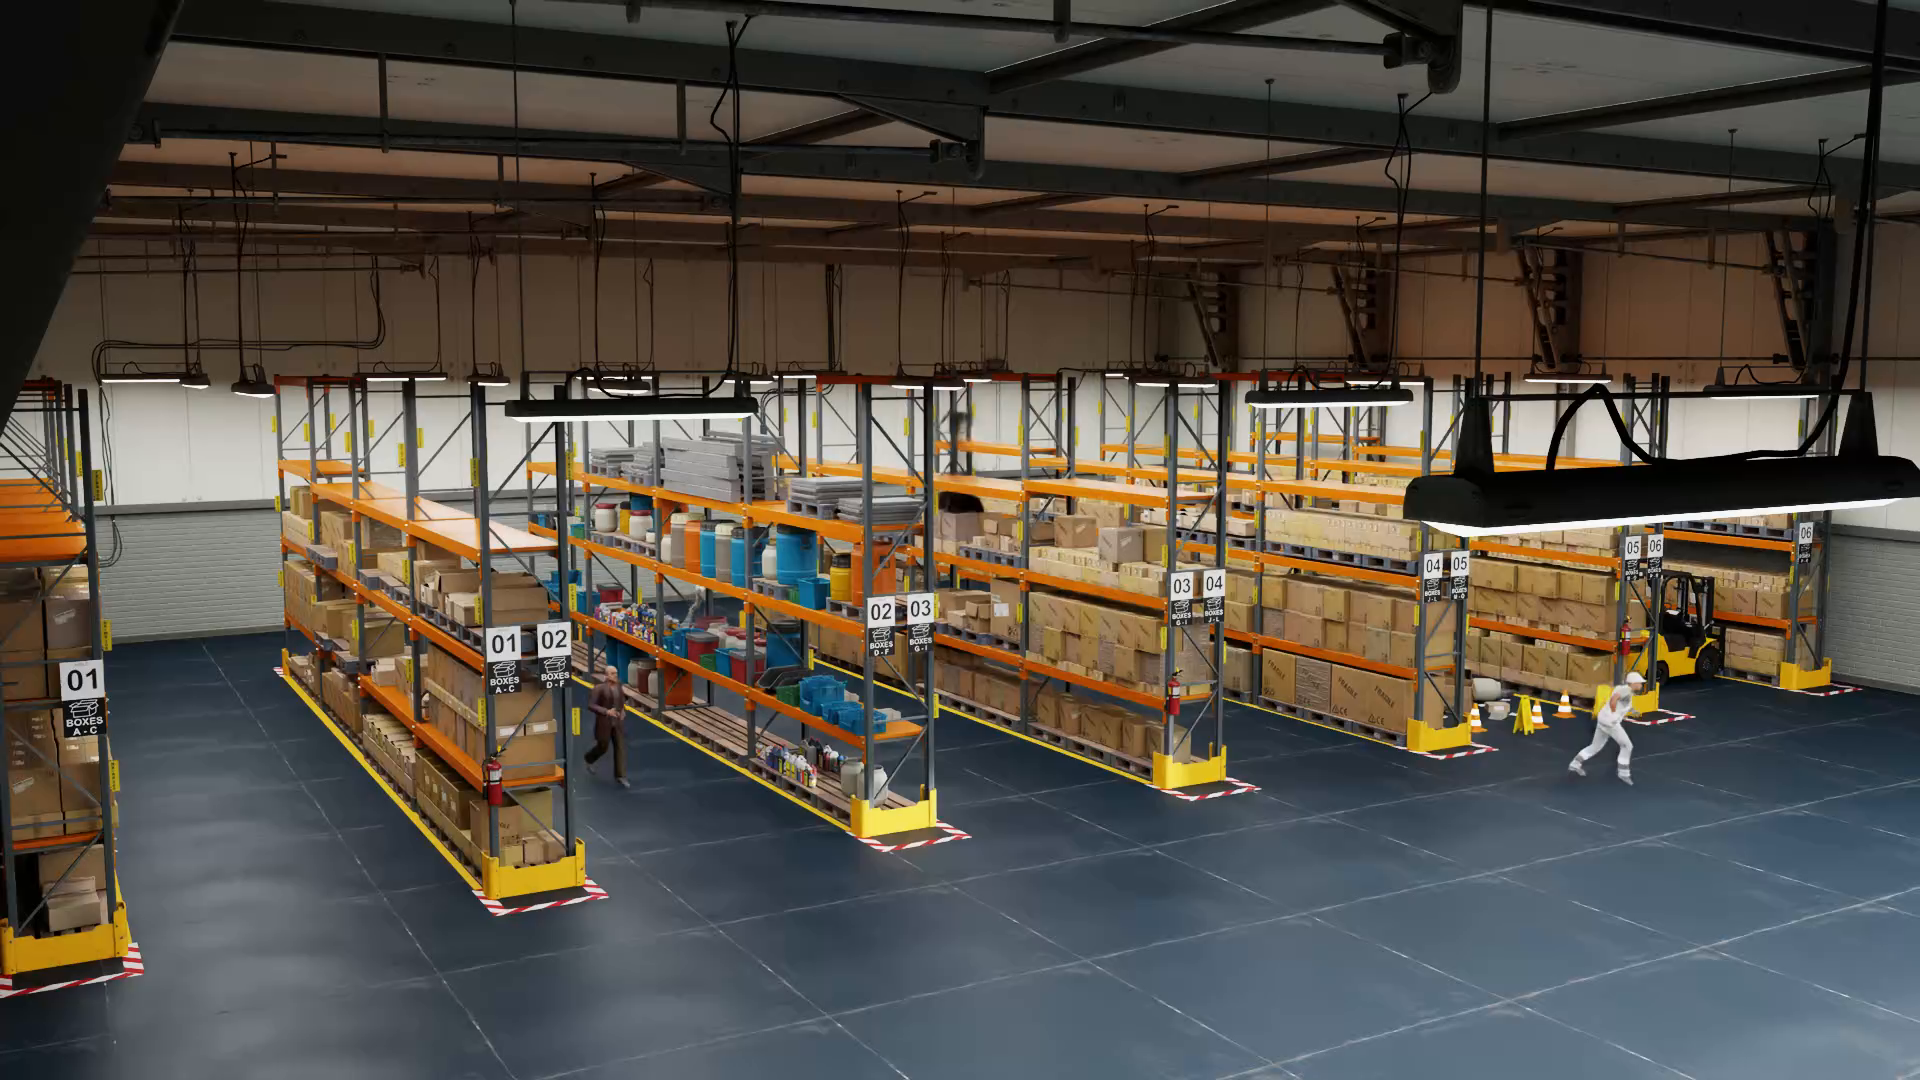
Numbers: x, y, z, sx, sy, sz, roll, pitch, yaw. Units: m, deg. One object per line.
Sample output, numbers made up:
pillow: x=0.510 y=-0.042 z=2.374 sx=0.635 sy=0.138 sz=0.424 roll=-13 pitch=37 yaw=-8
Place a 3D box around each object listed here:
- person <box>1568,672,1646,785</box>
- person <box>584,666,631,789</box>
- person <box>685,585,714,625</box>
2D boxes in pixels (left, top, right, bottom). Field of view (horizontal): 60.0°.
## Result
person: x=9.629 y=2.813 z=24.752 sx=1.051 sy=1.731 sz=0.707 roll=1 pitch=6 yaw=11
person: x=-5.250 y=2.744 z=24.758 sx=1.104 sy=1.781 sz=0.733 roll=5 pitch=8 yaw=41
person: x=-6.089 y=1.218 z=39.033 sx=0.776 sy=1.749 sz=0.588 roll=-2 pitch=7 yaw=-21
